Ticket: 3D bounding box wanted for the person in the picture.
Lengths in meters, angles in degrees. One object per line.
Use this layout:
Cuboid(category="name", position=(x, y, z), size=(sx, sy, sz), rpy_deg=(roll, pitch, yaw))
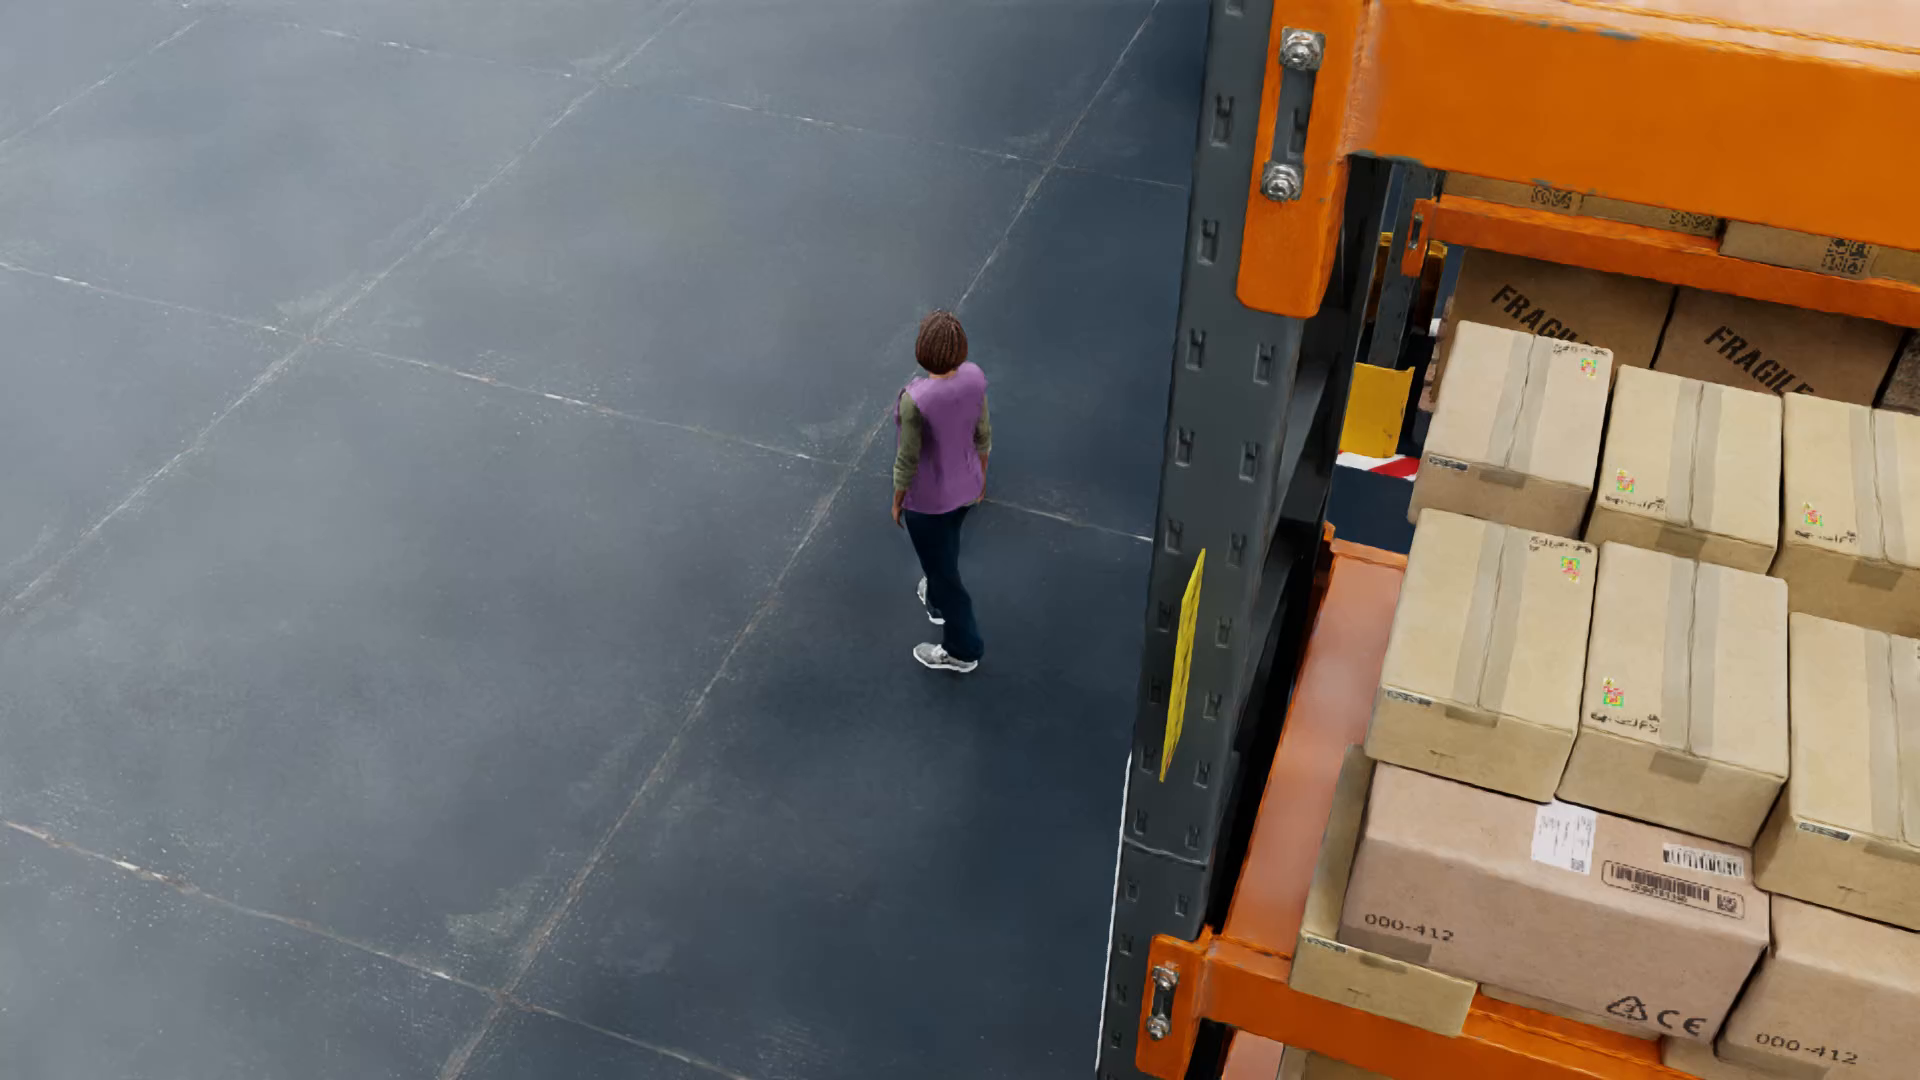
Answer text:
Cuboid(category="person", position=(-0.083, -0.192, 6.376), size=(0.417, 1.597, 0.565), rpy_deg=(-31, 50, -30))
